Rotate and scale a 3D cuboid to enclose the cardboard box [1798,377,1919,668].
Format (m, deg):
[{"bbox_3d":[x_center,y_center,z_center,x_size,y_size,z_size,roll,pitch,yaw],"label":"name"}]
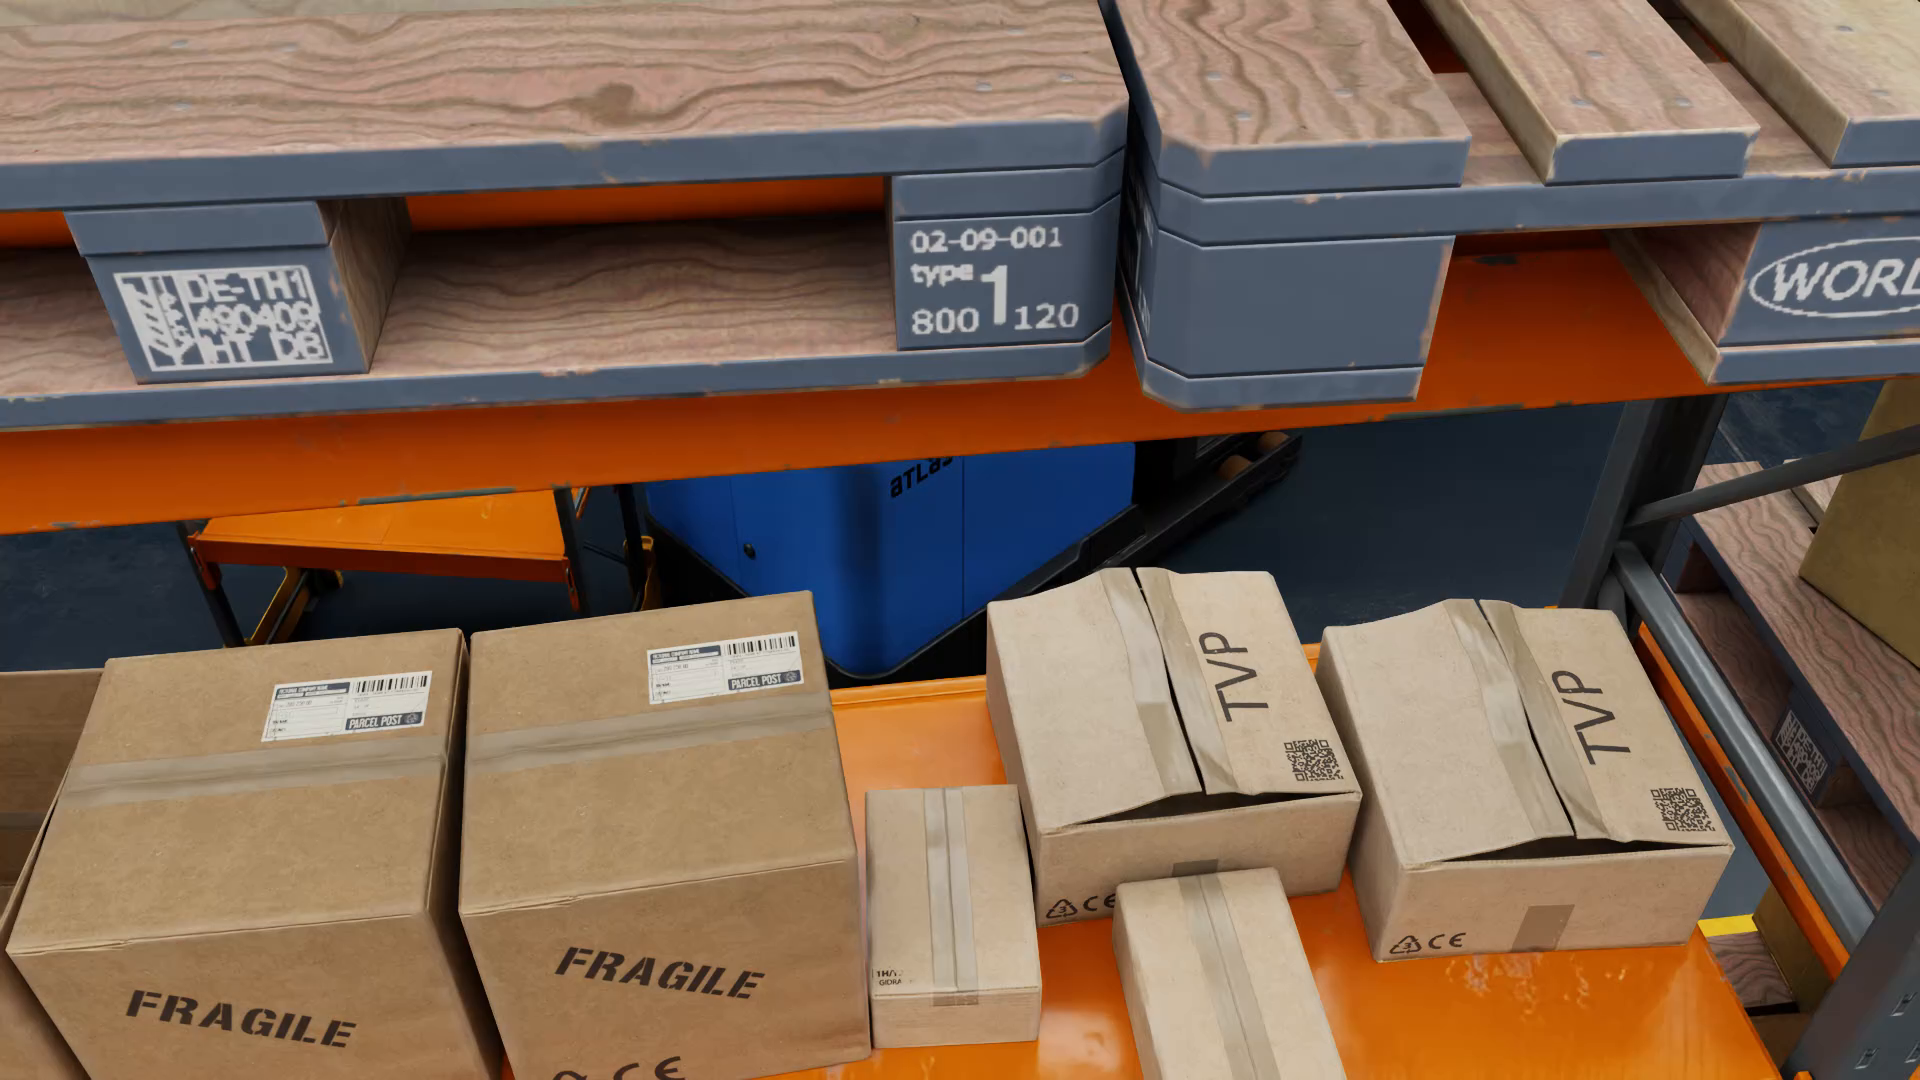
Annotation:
[{"bbox_3d":[1.850,0.008,2.613,0.500,0.500,0.700,-19,45,-20],"label":"cardboard box"}]

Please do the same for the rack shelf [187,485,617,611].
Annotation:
[{"bbox_3d":[-1.468,-0.082,4.490,1.000,0.185,0.538,3,42,3],"label":"rack shelf"}]

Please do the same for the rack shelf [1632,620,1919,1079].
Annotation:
[{"bbox_3d":[3.223,0.424,3.077,4.000,0.370,1.077,-5,42,-6],"label":"rack shelf"}]

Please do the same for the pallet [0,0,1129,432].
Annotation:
[{"bbox_3d":[-0.530,-0.496,1.461,1.213,0.211,1.003,-3,42,-4],"label":"pallet"}]

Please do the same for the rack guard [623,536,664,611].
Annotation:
[{"bbox_3d":[-0.962,0.276,4.757,0.087,0.250,0.587,3,42,3],"label":"rack guard"}]

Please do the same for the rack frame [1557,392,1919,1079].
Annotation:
[{"bbox_3d":[1.240,0.331,2.644,0.127,3.000,1.000,-5,42,-6],"label":"rack frame"}]

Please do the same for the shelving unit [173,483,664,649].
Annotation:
[{"bbox_3d":[-1.459,-0.215,4.369,1.083,1.500,0.587,3,42,3],"label":"shelving unit"}]

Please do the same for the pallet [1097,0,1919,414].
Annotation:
[{"bbox_3d":[0.579,-0.595,1.571,1.003,0.211,1.213,-3,42,-4],"label":"pallet"}]

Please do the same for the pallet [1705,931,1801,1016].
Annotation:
[{"bbox_3d":[1.986,1.326,3.622,1.213,0.211,1.003,-5,42,-6],"label":"pallet"}]

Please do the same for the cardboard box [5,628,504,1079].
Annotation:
[{"bbox_3d":[-0.943,0.496,2.386,0.500,0.500,0.500,-5,42,-5],"label":"cardboard box"}]

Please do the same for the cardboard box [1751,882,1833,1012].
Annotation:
[{"bbox_3d":[2.137,0.858,3.597,0.500,0.500,0.500,-3,42,-4],"label":"cardboard box"}]

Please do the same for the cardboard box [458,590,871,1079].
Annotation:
[{"bbox_3d":[-0.421,0.450,2.437,0.500,0.500,0.500,-7,43,-8],"label":"cardboard box"}]

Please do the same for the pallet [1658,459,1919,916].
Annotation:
[{"bbox_3d":[1.903,0.296,2.825,1.003,0.211,1.213,-5,42,-6],"label":"pallet"}]

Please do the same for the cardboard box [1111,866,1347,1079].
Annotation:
[{"bbox_3d":[0.384,0.686,2.438,0.250,0.149,0.380,-5,42,-6],"label":"cardboard box"}]

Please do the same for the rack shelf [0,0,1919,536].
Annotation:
[{"bbox_3d":[-0.743,-0.342,1.688,4.000,0.370,1.077,-5,42,-6],"label":"rack shelf"}]

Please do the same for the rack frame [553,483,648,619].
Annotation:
[{"bbox_3d":[-0.961,-0.188,4.338,0.032,1.500,0.500,3,42,3],"label":"rack frame"}]

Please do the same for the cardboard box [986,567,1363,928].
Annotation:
[{"bbox_3d":[0.328,0.313,2.730,0.500,0.311,0.500,-5,42,-6],"label":"cardboard box"}]

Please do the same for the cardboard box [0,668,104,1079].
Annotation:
[{"bbox_3d":[-1.440,0.539,2.338,0.500,0.500,0.500,-2,42,-2],"label":"cardboard box"}]

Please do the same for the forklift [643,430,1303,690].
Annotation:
[{"bbox_3d":[0.475,-1.419,4.635,3.031,2.935,1.130,-33,51,-31],"label":"forklift"}]

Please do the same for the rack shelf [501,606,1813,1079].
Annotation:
[{"bbox_3d":[-0.743,0.771,2.692,4.000,0.370,1.077,-5,42,-6],"label":"rack shelf"}]

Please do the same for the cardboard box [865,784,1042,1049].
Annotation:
[{"bbox_3d":[-0.017,0.572,2.564,0.250,0.149,0.380,-2,42,-2],"label":"cardboard box"}]

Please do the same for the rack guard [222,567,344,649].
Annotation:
[{"bbox_3d":[-1.955,0.222,4.818,0.087,0.250,0.587,3,42,3],"label":"rack guard"}]

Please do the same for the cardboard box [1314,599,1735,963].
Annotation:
[{"bbox_3d":[0.874,0.366,2.671,0.500,0.311,0.500,-3,42,-3],"label":"cardboard box"}]

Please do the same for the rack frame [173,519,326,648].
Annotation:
[{"bbox_3d":[-1.974,-0.244,4.400,0.032,1.500,0.500,3,42,3],"label":"rack frame"}]

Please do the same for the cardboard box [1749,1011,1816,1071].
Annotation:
[{"bbox_3d":[1.729,1.246,3.167,0.500,0.500,0.500,-3,42,-4],"label":"cardboard box"}]
